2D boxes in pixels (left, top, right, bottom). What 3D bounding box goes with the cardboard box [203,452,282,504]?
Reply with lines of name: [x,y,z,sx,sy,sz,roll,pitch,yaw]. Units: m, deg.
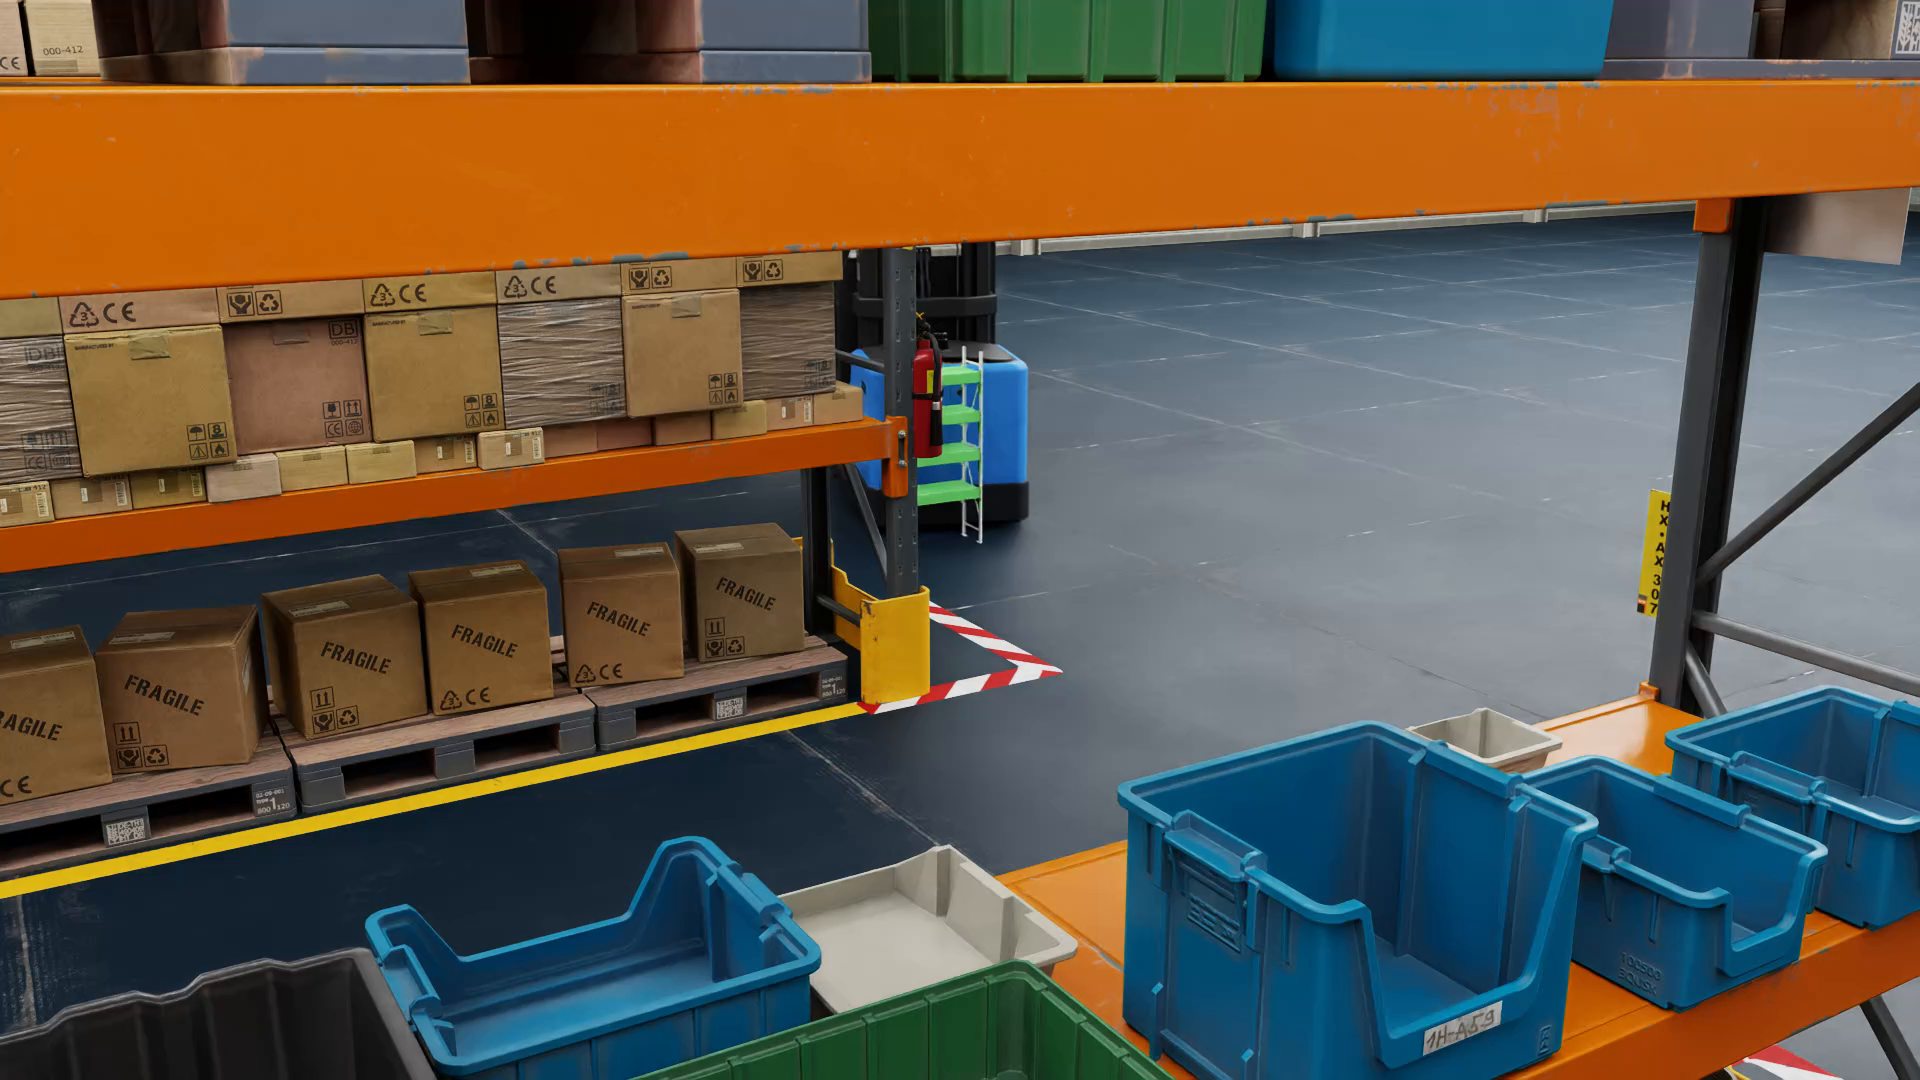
cardboard box: [-2.725,-0.263,6.257,0.250,0.149,0.380,-9,18,-30]

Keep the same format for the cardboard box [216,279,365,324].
cardboard box: [-2.557,-1.105,6.205,0.500,0.500,0.500,-9,18,-30]

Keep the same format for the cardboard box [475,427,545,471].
cardboard box: [-1.871,-0.404,6.759,0.250,0.149,0.380,-9,18,-30]

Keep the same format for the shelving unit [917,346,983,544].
shelving unit: [-0.139,-0.550,10.150,0.503,1.200,0.258,-8,18,-27]

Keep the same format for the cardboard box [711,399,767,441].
cardboard box: [-1.042,-0.555,7.299,0.250,0.149,0.380,-9,18,-30]

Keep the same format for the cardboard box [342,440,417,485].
cardboard box: [-2.312,-0.340,6.530,0.250,0.149,0.380,-9,18,-30]

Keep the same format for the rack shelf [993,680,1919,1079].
rack shelf: [0.335,0.925,2.884,4.000,0.370,1.077,-9,18,-30]

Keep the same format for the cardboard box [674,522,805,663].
cardboard box: [-1.045,0.239,7.852,0.500,0.500,0.500,-6,17,-19]

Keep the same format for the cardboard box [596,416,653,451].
cardboard box: [-1.499,-0.499,7.098,0.250,0.149,0.380,-9,18,-30]

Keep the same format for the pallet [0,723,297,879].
pallet: [-3.372,0.952,6.622,1.213,0.211,1.003,-9,18,-30]

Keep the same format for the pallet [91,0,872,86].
pallet: [-0.811,-0.619,1.854,1.003,0.211,1.213,-9,18,-30]

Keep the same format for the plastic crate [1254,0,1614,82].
plastic crate: [0.570,-0.801,2.182,0.575,0.384,0.392,-9,18,-30]

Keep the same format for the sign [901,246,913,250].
sign: [-0.233,-1.423,7.200,0.005,0.325,0.100,-9,18,-30]

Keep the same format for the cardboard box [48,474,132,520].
cardboard box: [-3.170,-0.201,6.036,0.250,0.149,0.380,-9,18,-30]

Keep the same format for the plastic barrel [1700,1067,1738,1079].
plastic barrel: [1.525,1.406,3.669,0.421,0.512,0.421,0,16,0]

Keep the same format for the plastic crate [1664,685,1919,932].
plastic crate: [1.775,0.511,3.304,0.616,0.251,0.499,-9,18,-30]

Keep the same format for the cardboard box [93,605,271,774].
cardboard box: [-3.079,0.585,6.620,0.500,0.500,0.500,-3,16,-12]

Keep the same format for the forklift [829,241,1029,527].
forklift: [-0.346,-1.848,11.573,1.130,2.935,3.031,-3,16,-11]

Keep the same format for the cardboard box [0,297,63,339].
cardboard box: [-3.413,-0.966,5.708,0.500,0.500,0.500,-9,18,-30]

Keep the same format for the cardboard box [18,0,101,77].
cardboard box: [-2.961,-1.739,5.777,0.500,0.250,0.500,-9,18,-30]

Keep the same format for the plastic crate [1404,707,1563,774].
plastic crate: [1.117,0.478,3.636,0.250,0.136,0.298,-9,18,-30]

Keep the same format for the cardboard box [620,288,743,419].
cardboard box: [-1.354,-0.869,7.216,0.500,0.500,0.875,-9,18,-30]

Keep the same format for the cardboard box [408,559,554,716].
cardboard box: [-2.086,0.413,7.232,0.500,0.500,0.500,-7,17,-25]

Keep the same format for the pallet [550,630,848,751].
pallet: [-1.281,0.613,7.832,1.213,0.211,1.003,-9,18,-30]

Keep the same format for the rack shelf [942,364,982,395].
rack shelf: [-0.139,-0.951,10.038,0.480,0.148,0.258,-8,18,-27]

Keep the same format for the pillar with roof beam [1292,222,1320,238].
pillar with roof beam: [8.421,-8.792,25.103,0.400,9.000,9.100,-9,18,-30]

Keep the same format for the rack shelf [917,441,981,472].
rack shelf: [-0.139,-0.489,10.168,0.480,0.148,0.258,-8,18,-27]

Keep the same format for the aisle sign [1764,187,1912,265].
aisle sign: [1.960,-1.029,3.705,0.004,0.787,0.394,-9,18,-30]

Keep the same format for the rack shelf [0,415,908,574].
rack shelf: [-2.216,-0.221,6.972,4.000,0.370,1.077,-9,18,-30]

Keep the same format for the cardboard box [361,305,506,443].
cardboard box: [-2.239,-0.743,6.766,0.500,0.500,0.875,-9,18,-30]

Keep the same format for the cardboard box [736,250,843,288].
cardboard box: [-0.845,-1.384,7.202,0.500,0.500,0.500,-9,18,-30]

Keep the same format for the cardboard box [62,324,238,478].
cardboard box: [-3.066,-0.590,6.221,0.500,0.500,0.875,-9,18,-30]

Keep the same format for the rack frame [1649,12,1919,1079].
rack frame: [2.048,0.300,3.782,0.053,2.616,0.949,-9,18,-30]

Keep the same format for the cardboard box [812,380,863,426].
cardboard box: [-0.639,-0.637,7.589,0.250,0.149,0.380,-9,18,-30]

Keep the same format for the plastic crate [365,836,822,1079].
plastic crate: [-0.570,0.712,2.588,0.616,0.251,0.499,-9,18,-30]

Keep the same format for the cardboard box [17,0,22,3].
cardboard box: [-3.354,-2.036,6.097,0.250,0.149,0.380,-10,19,-32]

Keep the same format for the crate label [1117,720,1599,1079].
crate label: [0.611,0.602,2.638,0.616,0.435,0.502,-9,18,-30]

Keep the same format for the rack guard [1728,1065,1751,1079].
rack guard: [2.009,1.526,4.040,0.348,0.500,1.175,-9,18,-30]

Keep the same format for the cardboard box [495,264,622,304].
cardboard box: [-1.701,-1.244,6.703,0.500,0.500,0.500,-9,18,-30]
